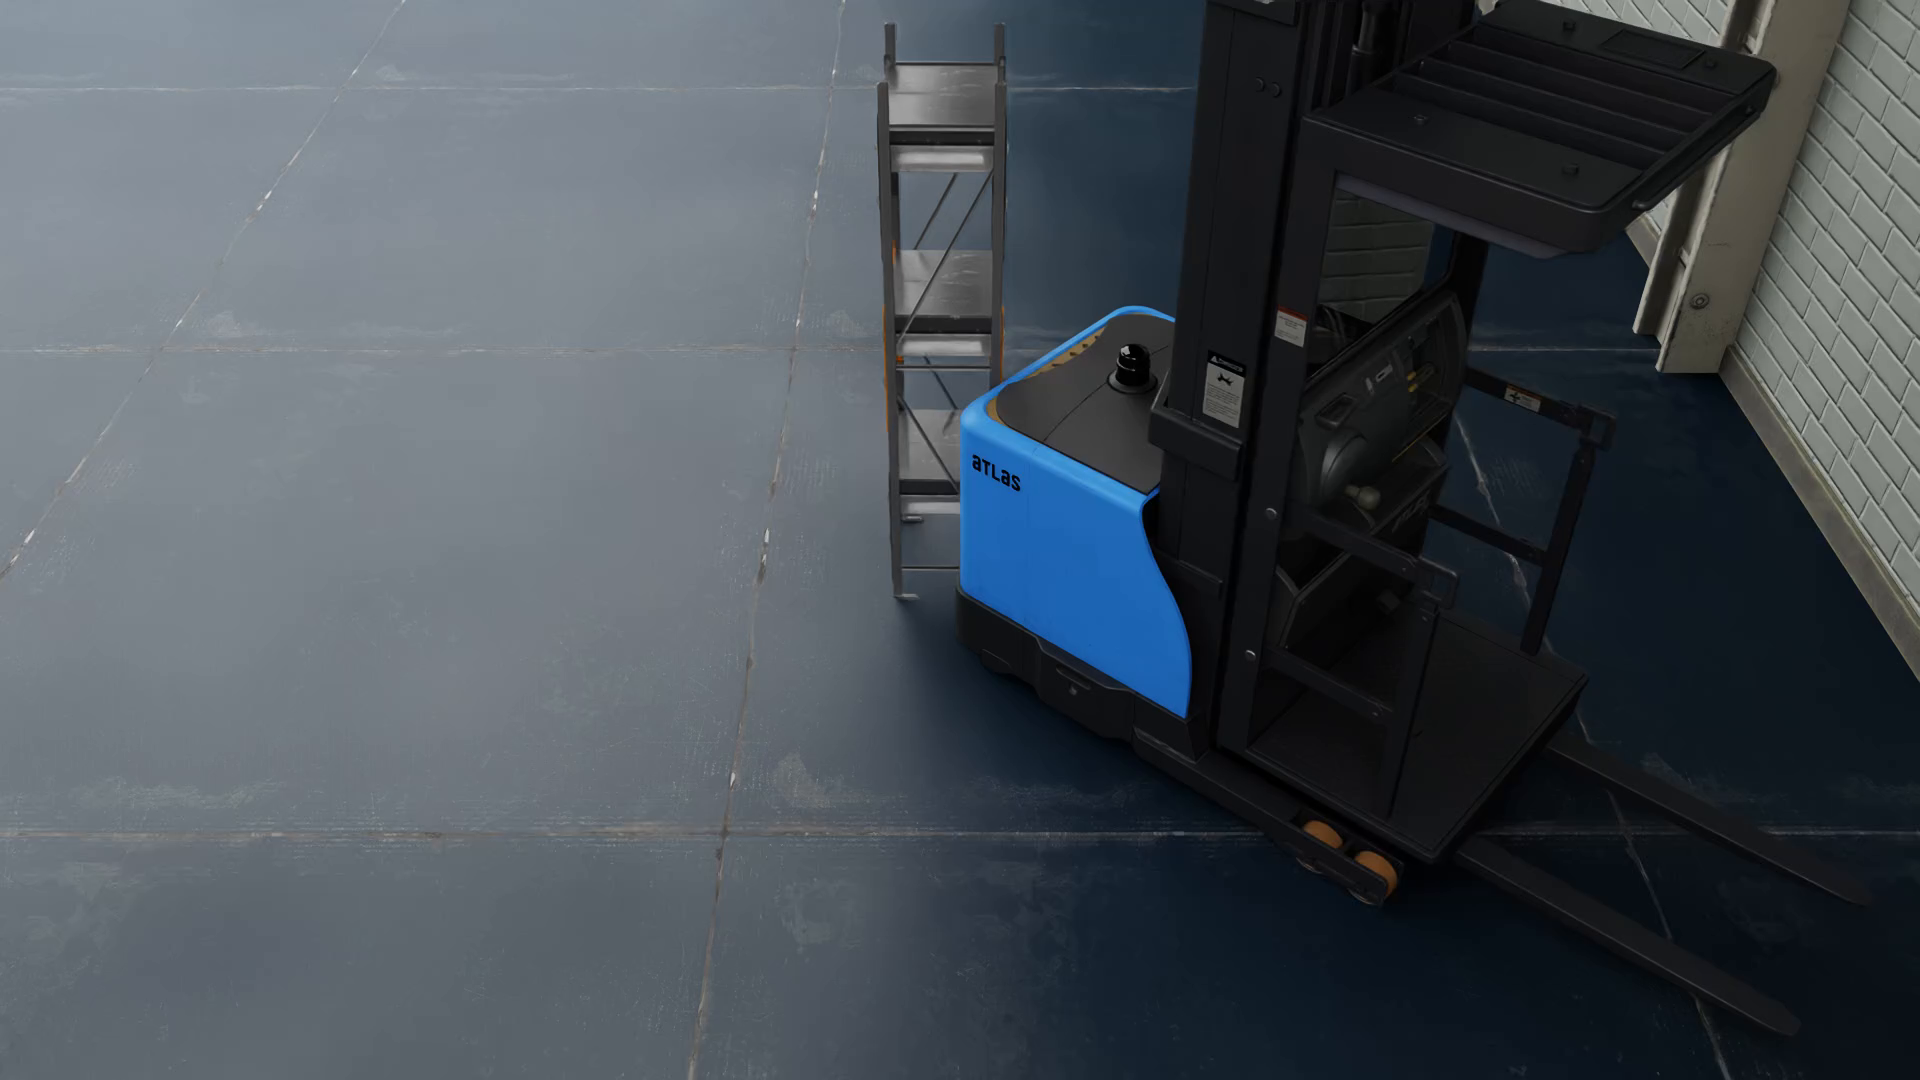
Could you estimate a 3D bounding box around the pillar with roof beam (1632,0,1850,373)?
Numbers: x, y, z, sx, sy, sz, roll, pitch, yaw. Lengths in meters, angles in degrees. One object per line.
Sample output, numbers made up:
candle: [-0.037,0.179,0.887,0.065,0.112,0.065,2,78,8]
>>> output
pillar with roof beam: [-0.906,-4.410,5.057,9.100,9.000,0.400,0,39,0]

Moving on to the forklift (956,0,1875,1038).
forklift: [1.423,-0.359,4.855,3.031,2.935,1.130,29,47,31]

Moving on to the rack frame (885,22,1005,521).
rack frame: [-0.051,-0.901,6.196,0.400,2.100,0.015,0,39,1]

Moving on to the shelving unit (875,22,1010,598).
shelving unit: [-0.054,-0.749,6.005,0.431,2.100,0.503,0,39,1]

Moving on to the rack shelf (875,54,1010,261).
rack shelf: [-0.054,-1.285,5.576,0.431,0.518,0.480,0,39,1]

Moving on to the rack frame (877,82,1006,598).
rack frame: [-0.057,-0.596,5.815,0.400,2.100,0.015,0,39,1]

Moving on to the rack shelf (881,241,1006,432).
rack shelf: [-0.054,-0.738,6.014,0.431,0.518,0.480,0,39,1]

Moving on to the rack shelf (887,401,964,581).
rack shelf: [-0.054,-0.192,6.452,0.431,0.518,0.480,0,39,1]
